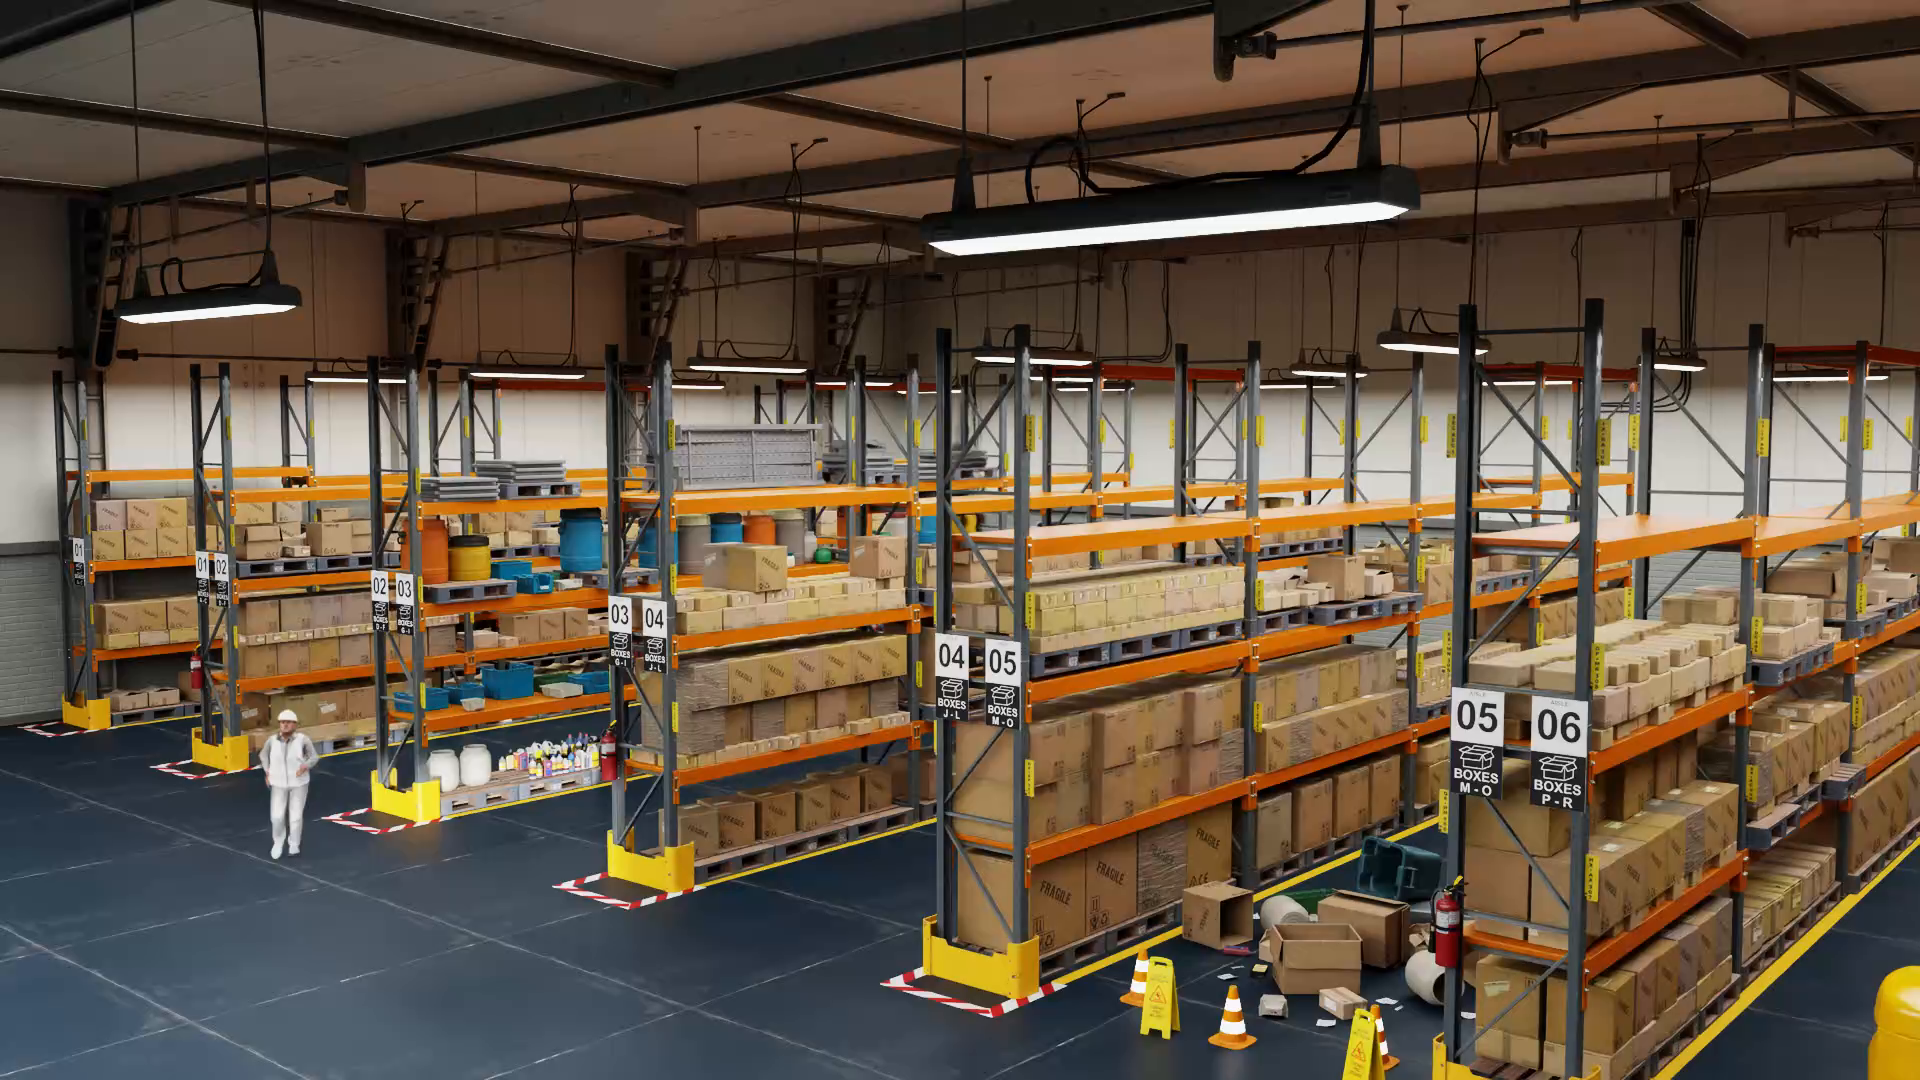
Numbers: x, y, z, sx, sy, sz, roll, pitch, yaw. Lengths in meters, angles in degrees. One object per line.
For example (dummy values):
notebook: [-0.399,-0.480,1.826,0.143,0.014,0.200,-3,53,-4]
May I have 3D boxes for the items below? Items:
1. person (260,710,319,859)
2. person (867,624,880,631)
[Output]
person: [-7.884,2.876,19.545,0.661,1.761,0.658,-1,4,-18]
person: [-1.625,1.698,32.434,0.726,1.818,0.692,2,5,27]
